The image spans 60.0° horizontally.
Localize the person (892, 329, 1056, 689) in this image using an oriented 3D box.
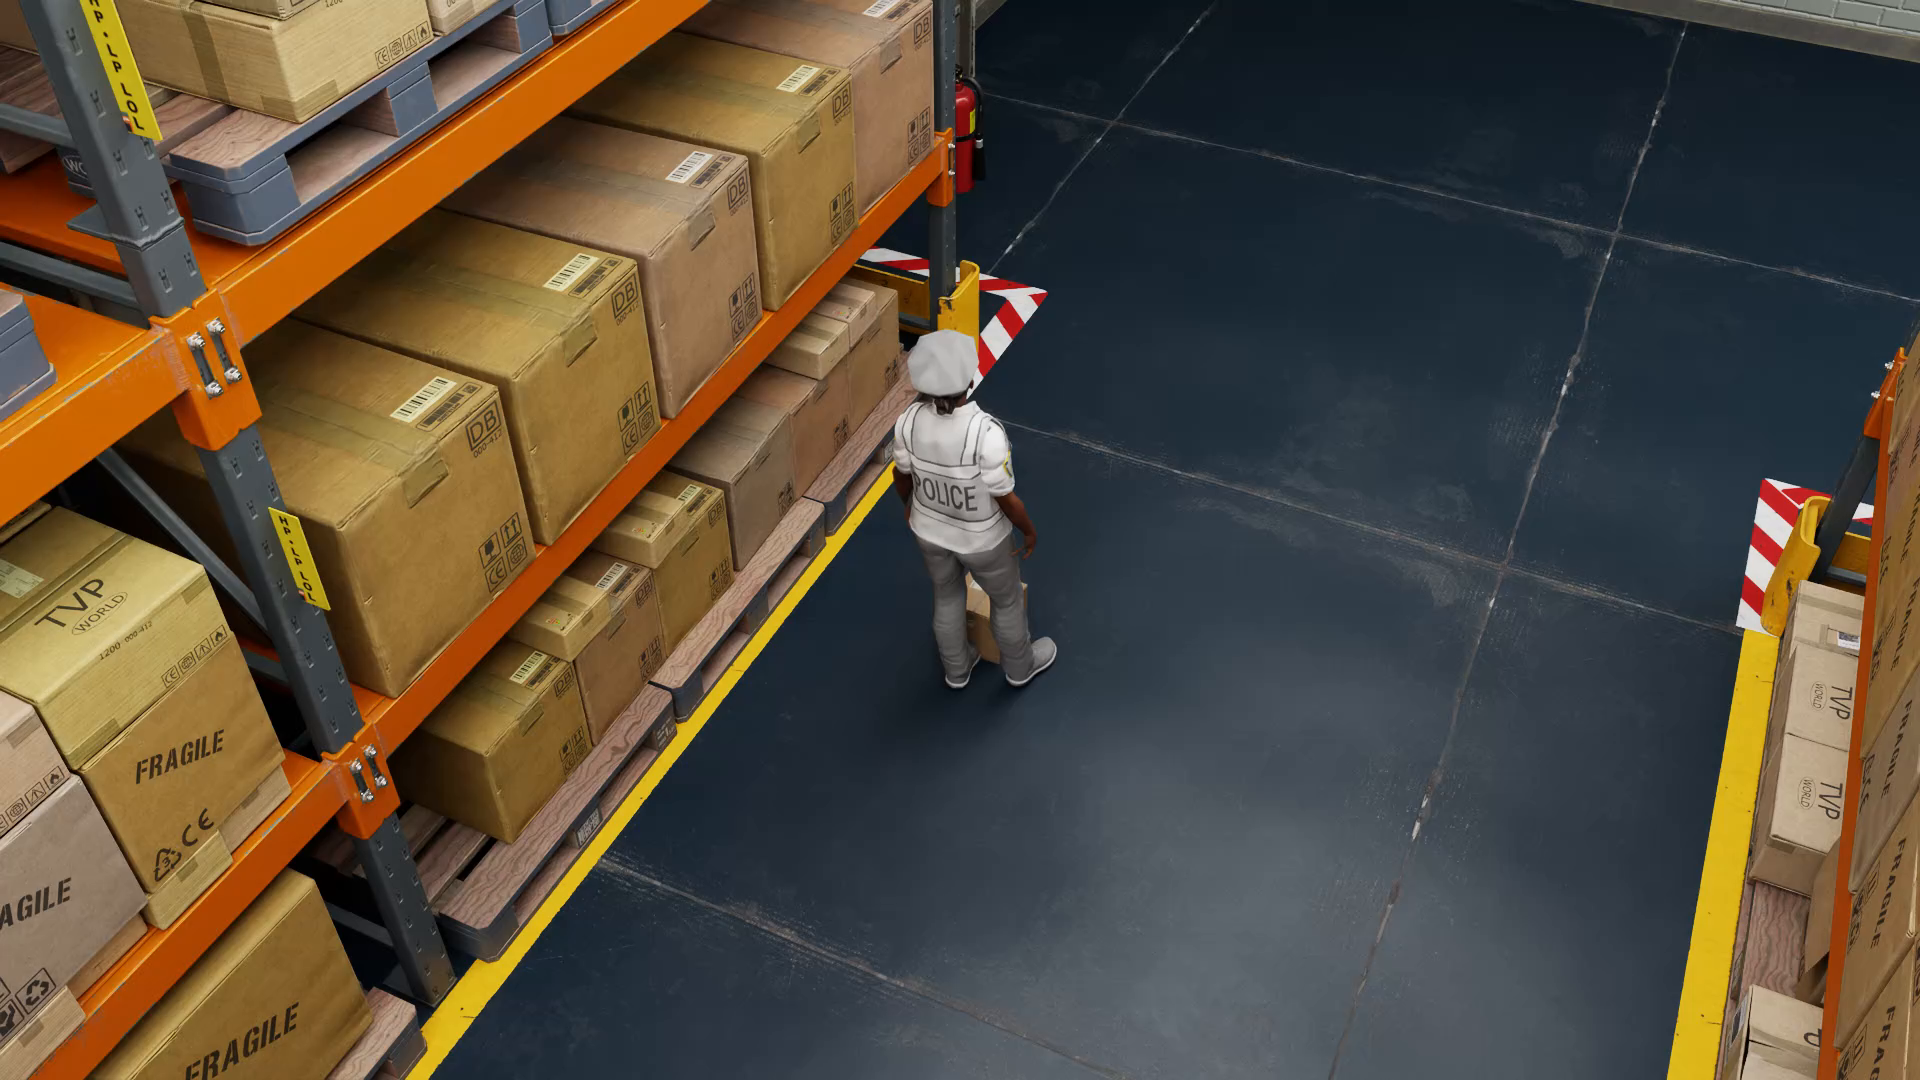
[{"bbox_3d":[0.054,-0.097,6.228,0.569,1.695,0.528,17,45,18],"label":"person"}]
